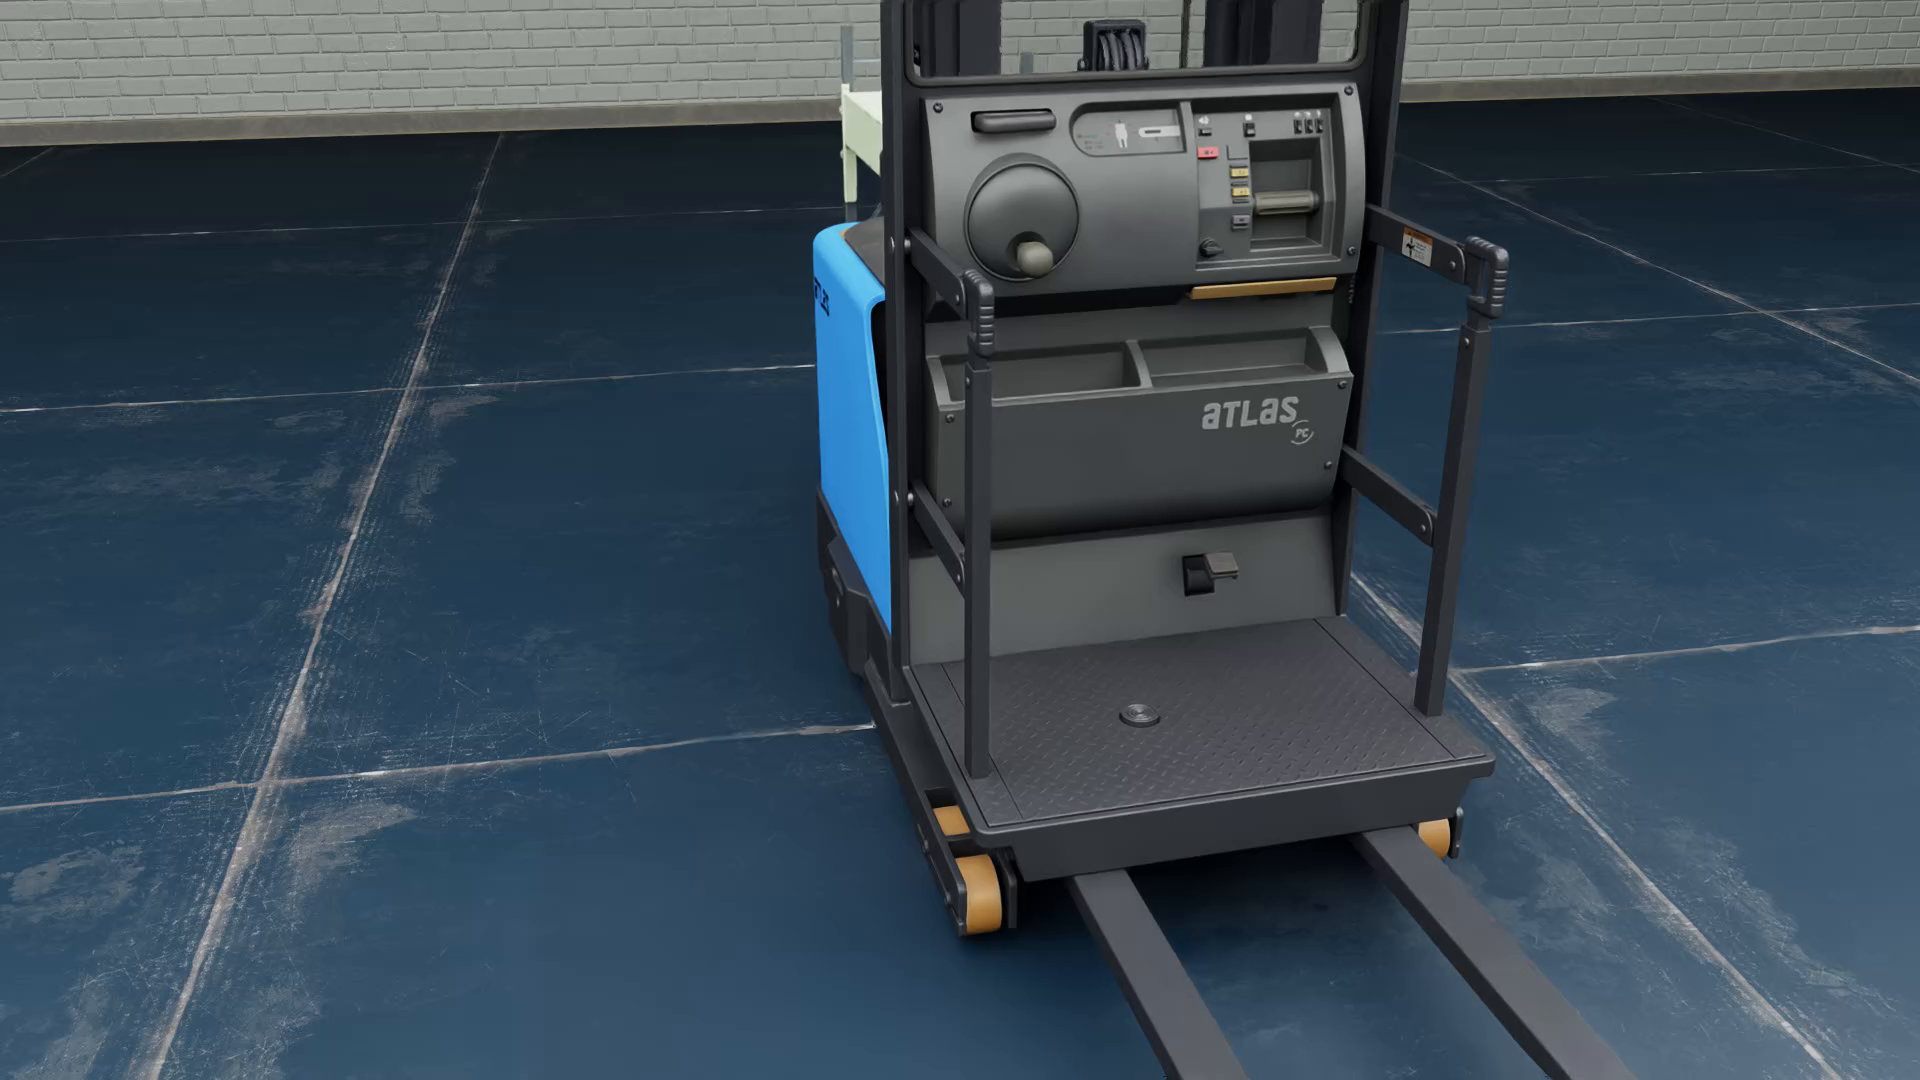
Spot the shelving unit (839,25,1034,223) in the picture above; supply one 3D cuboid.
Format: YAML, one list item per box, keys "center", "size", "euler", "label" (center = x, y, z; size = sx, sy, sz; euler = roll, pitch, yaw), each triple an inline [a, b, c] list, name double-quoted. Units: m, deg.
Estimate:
- center: [-0.084, -0.785, 5.173]
  size: [0.431, 1.500, 0.755]
  euler: [-6, 24, -13]
  label: "shelving unit"

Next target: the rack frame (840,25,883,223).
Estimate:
- center: [-0.175, -0.927, 5.498]
  size: [0.400, 1.500, 0.023]
  euler: [-6, 24, -13]
  label: "rack frame"

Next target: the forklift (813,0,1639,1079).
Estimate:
- center: [0.444, -0.705, 3.202]
  size: [1.130, 2.935, 3.031]
  euler: [-6, 24, -13]
  label: "forklift"

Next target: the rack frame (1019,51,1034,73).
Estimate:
- center: [0.006, -0.643, 4.848]
  size: [0.400, 1.500, 0.023]
  euler: [-6, 24, -13]
  label: "rack frame"

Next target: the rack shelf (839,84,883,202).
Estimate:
- center: [-0.084, -1.142, 5.017]
  size: [0.431, 0.370, 0.720]
  euler: [-6, 24, -13]
  label: "rack shelf"
